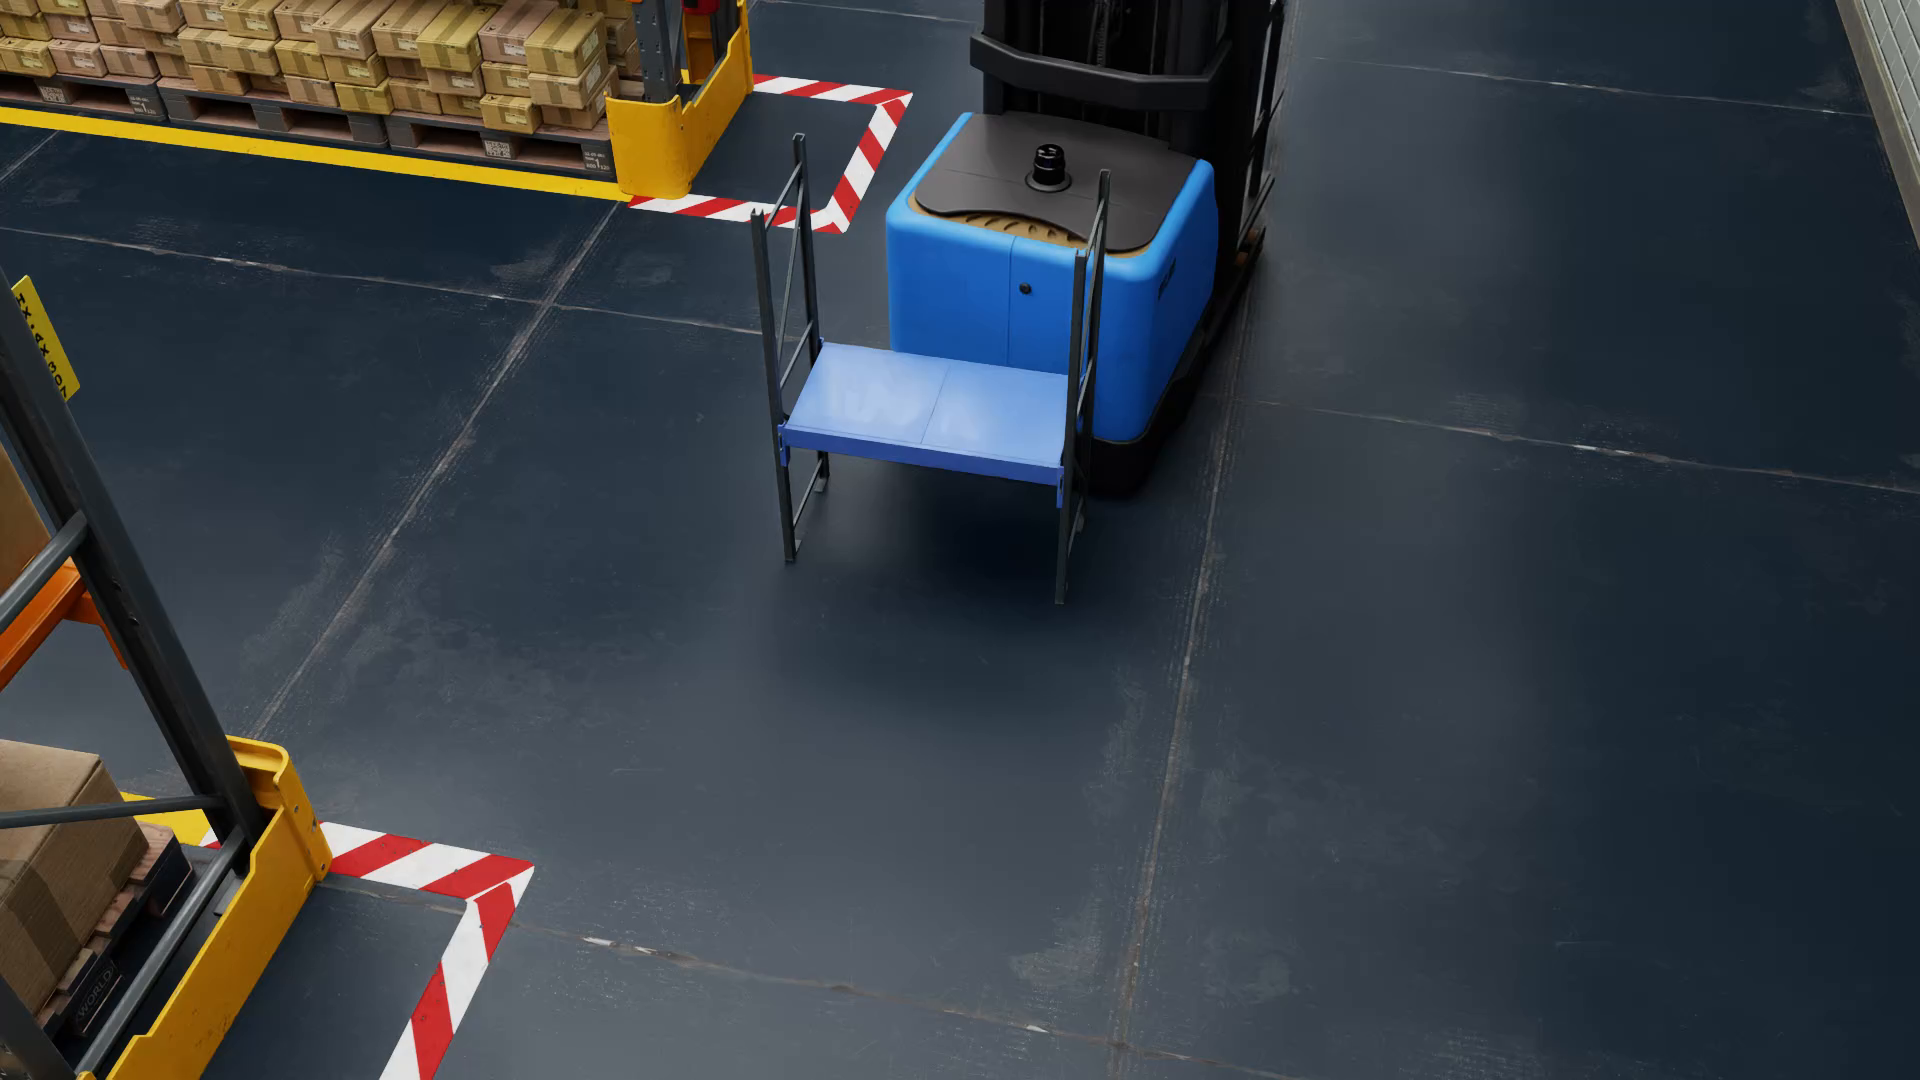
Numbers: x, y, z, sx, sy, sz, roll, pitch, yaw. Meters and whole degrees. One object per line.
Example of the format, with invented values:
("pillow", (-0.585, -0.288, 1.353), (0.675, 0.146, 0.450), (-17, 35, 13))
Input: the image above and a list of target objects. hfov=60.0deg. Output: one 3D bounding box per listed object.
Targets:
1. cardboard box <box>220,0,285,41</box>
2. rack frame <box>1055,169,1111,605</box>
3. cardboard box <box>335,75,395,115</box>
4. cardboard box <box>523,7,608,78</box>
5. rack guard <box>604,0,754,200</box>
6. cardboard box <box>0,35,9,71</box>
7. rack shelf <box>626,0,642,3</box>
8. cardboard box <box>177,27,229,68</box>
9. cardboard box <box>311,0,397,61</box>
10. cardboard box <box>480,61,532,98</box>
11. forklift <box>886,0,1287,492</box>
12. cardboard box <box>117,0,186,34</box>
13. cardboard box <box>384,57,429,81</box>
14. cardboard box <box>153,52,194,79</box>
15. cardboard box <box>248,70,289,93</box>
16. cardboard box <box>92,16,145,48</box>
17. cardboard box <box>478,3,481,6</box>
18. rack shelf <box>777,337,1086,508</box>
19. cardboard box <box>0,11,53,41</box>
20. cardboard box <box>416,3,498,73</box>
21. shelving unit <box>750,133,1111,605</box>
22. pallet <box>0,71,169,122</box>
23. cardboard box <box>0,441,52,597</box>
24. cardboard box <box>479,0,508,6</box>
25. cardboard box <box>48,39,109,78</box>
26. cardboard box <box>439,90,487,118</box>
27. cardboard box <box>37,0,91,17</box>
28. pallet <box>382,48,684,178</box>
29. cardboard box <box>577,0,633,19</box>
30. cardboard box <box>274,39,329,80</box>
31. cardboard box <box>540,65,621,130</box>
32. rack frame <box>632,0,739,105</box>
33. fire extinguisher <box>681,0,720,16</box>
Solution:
("cardboard box", (-3.380, -2.603, 8.115), (0.250, 0.149, 0.380), (9, 45, 9))
("rack frame", (0.413, -0.476, 5.663), (0.032, 1.500, 0.500), (9, 45, 9))
("cardboard box", (-2.865, -2.261, 8.189), (0.250, 0.149, 0.380), (7, 44, 7))
("cardboard box", (-1.859, -2.352, 7.855), (0.250, 0.149, 0.380), (9, 45, 10))
("rack guard", (-1.361, -2.216, 8.192), (0.348, 0.500, 1.175), (9, 45, 9))
("cardboard box", (-4.905, -2.562, 8.502), (0.250, 0.149, 0.380), (7, 44, 7))
("rack shelf", (-3.239, -3.149, 7.877), (4.000, 0.370, 1.077), (9, 45, 9))
("cardboard box", (-3.636, -2.499, 8.222), (0.250, 0.149, 0.380), (9, 45, 9))
("cardboard box", (-2.885, -2.468, 7.975), (0.250, 0.149, 0.380), (10, 45, 11))
("cardboard box", (-2.108, -2.299, 8.014), (0.250, 0.149, 0.380), (8, 44, 8))
("forklift", (0.735, -2.275, 6.500), (1.130, 2.935, 3.031), (15, 46, 15))
("cardboard box", (-3.896, -2.652, 8.167), (0.250, 0.149, 0.380), (10, 45, 10))
("cardboard box", (-2.612, -2.411, 8.130), (0.250, 0.149, 0.380), (8, 45, 9))
("cardboard box", (-3.863, -2.498, 8.435), (0.250, 0.149, 0.380), (7, 44, 7))
("cardboard box", (-3.357, -2.405, 8.339), (0.250, 0.149, 0.380), (10, 45, 10))
("cardboard box", (-4.132, -2.638, 8.366), (0.250, 0.149, 0.380), (7, 44, 7))
("cardboard box", (-2.482, -2.759, 8.492), (0.250, 0.149, 0.380), (10, 45, 10))
("rack shelf", (-0.083, -0.424, 5.868), (1.000, 0.185, 0.538), (9, 45, 9))
("cardboard box", (-4.640, -2.693, 8.423), (0.250, 0.149, 0.380), (9, 45, 9))
("cardboard box", (-2.372, -2.382, 7.886), (0.250, 0.149, 0.380), (8, 44, 8))
("shelving unit", (-0.083, -0.553, 5.743), (1.048, 1.500, 0.538), (9, 45, 9))
("pallet", (-4.527, -2.628, 8.829), (1.213, 0.211, 1.003), (9, 45, 9))
("cardboard box", (-2.675, -0.043, 4.060), (0.500, 0.500, 0.500), (9, 45, 9))
("cardboard box", (-2.237, -2.838, 8.360), (0.250, 0.149, 0.380), (9, 45, 9))
("cardboard box", (-4.392, -2.520, 8.458), (0.250, 0.149, 0.380), (9, 45, 9))
("cardboard box", (-2.358, -2.237, 8.164), (0.250, 0.149, 0.380), (9, 45, 9))
("cardboard box", (-4.386, -2.770, 8.289), (0.250, 0.149, 0.380), (8, 45, 8))
("pallet", (-2.146, -2.259, 8.445), (1.213, 0.211, 1.003), (9, 45, 9))
("cardboard box", (-1.724, -2.753, 8.271), (0.250, 0.149, 0.380), (7, 44, 7))
("cardboard box", (-3.126, -2.422, 8.142), (0.250, 0.149, 0.380), (11, 45, 11))
("cardboard box", (-1.846, -2.168, 8.092), (0.250, 0.149, 0.380), (10, 45, 10))
("rack frame", (-1.287, -3.105, 7.313), (0.127, 3.000, 1.000), (9, 45, 9))
("fire extinguisher", (-1.142, -2.592, 7.105), (0.183, 0.674, 0.296), (9, 45, 9))
